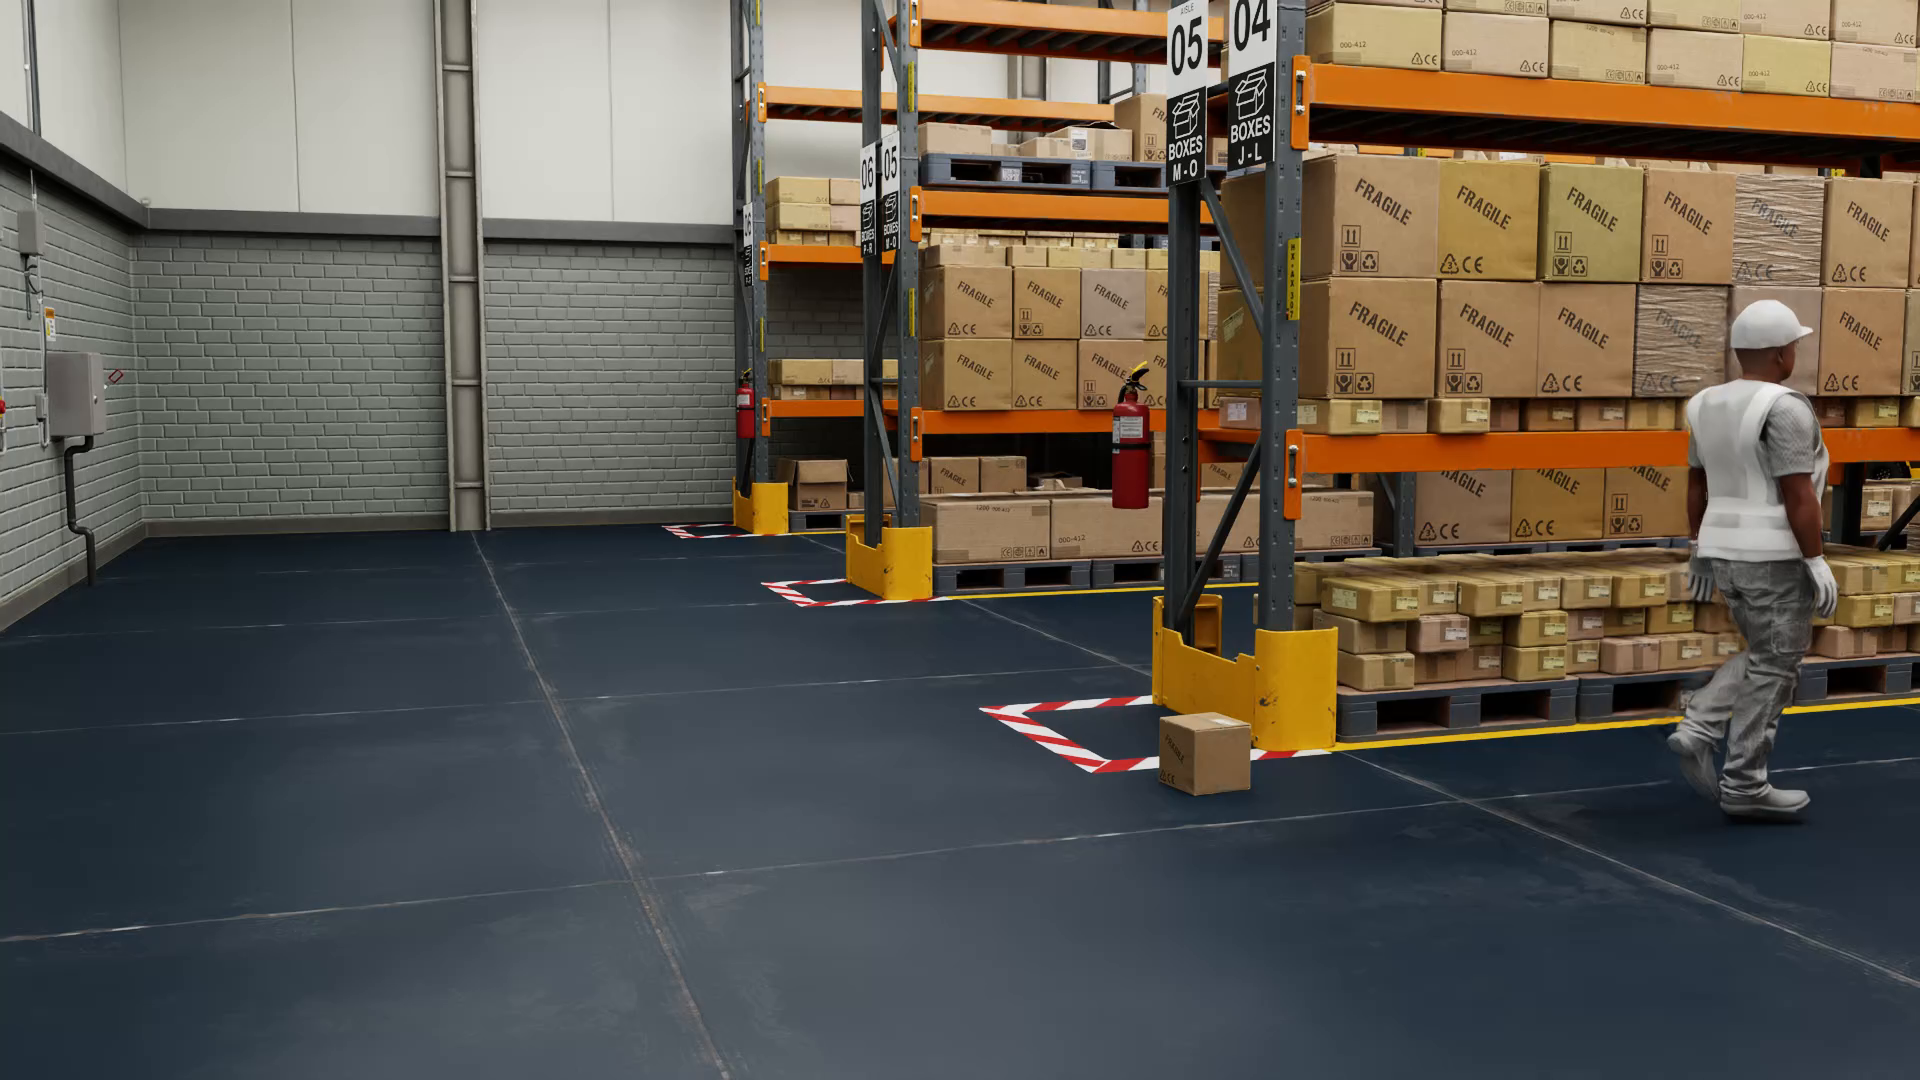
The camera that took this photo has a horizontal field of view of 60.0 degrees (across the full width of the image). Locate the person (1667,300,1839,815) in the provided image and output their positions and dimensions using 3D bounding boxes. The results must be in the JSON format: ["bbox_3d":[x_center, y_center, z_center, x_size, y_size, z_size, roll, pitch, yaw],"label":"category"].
[{"bbox_3d":[2.781,0.068,5.764,0.480,1.784,0.572,-1,6,-8],"label":"person"}]
